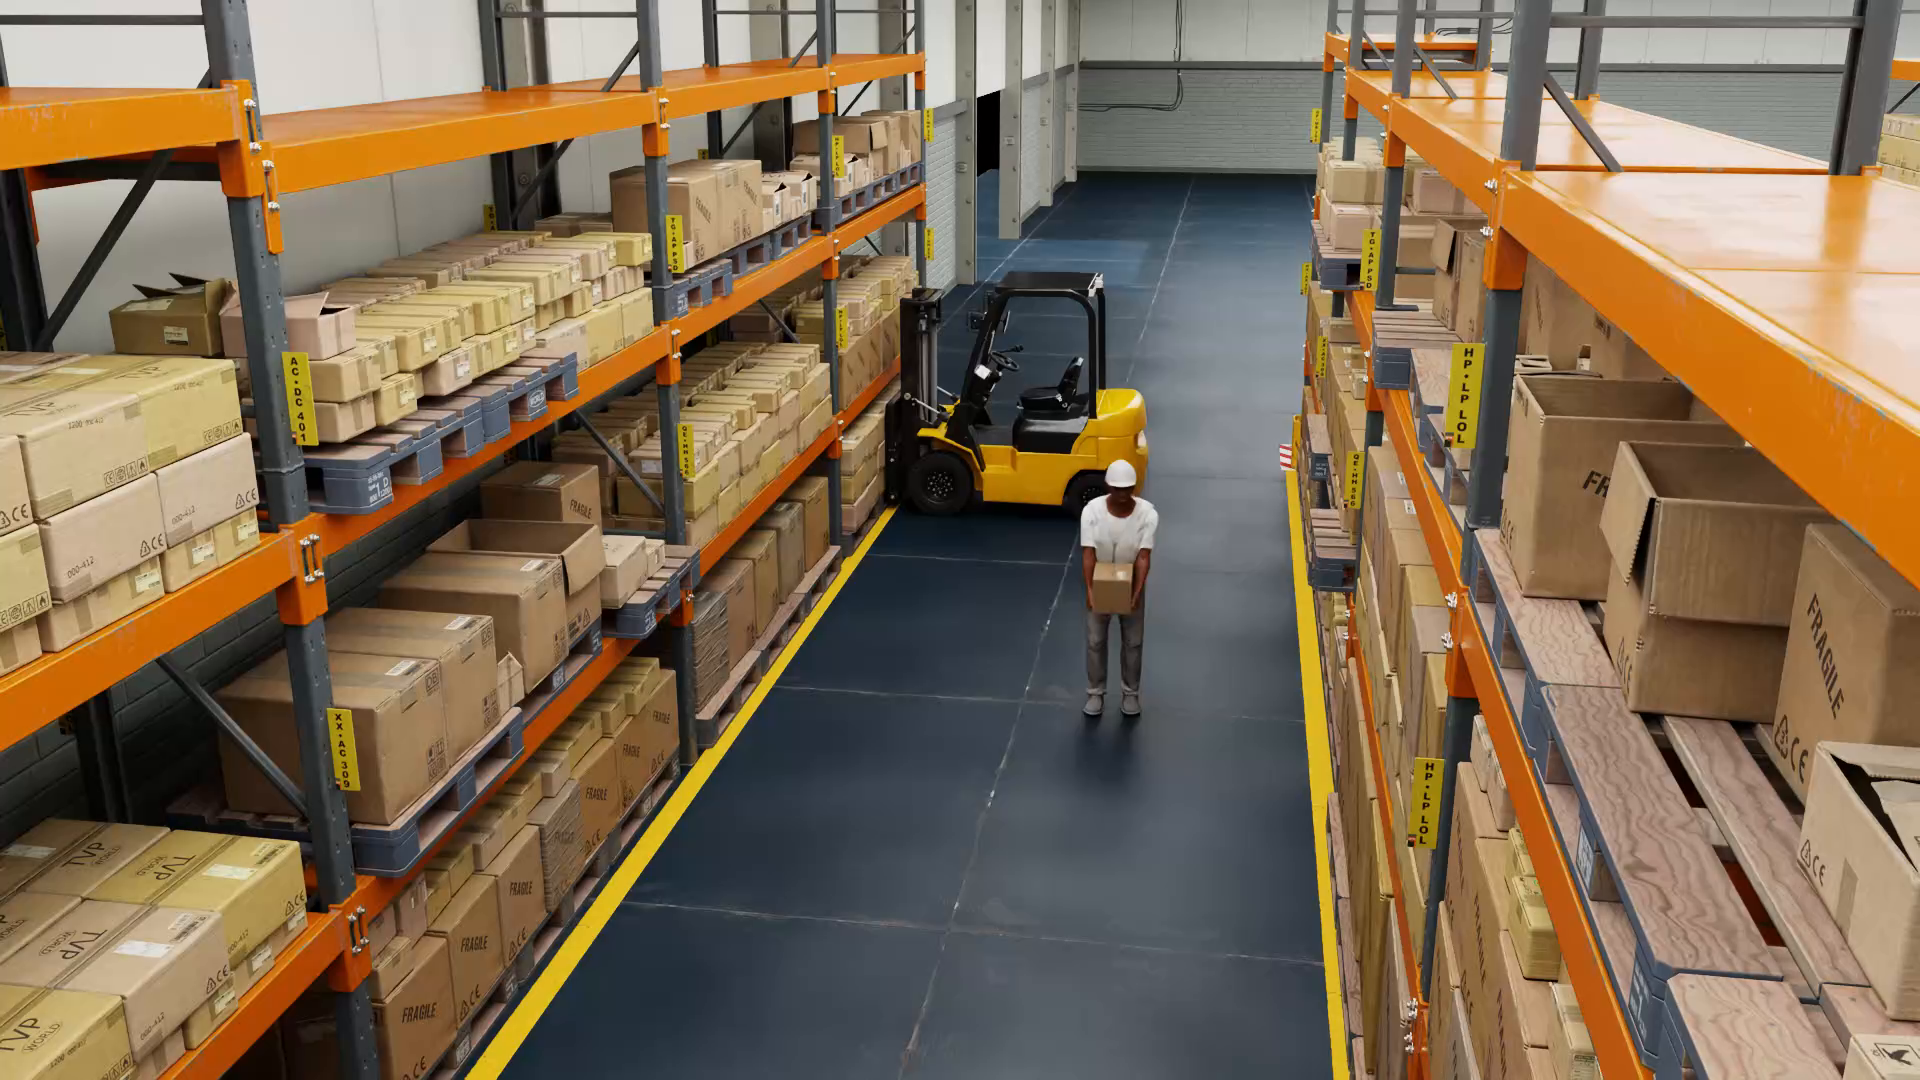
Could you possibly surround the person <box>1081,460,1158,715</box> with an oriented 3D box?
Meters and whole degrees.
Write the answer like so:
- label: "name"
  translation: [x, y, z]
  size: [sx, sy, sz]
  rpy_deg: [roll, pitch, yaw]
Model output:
- label: "person"
  translation: [1.039, 0.327, 11.012]
  size: [0.503, 1.752, 0.586]
  rpy_deg: [2, 18, 8]
